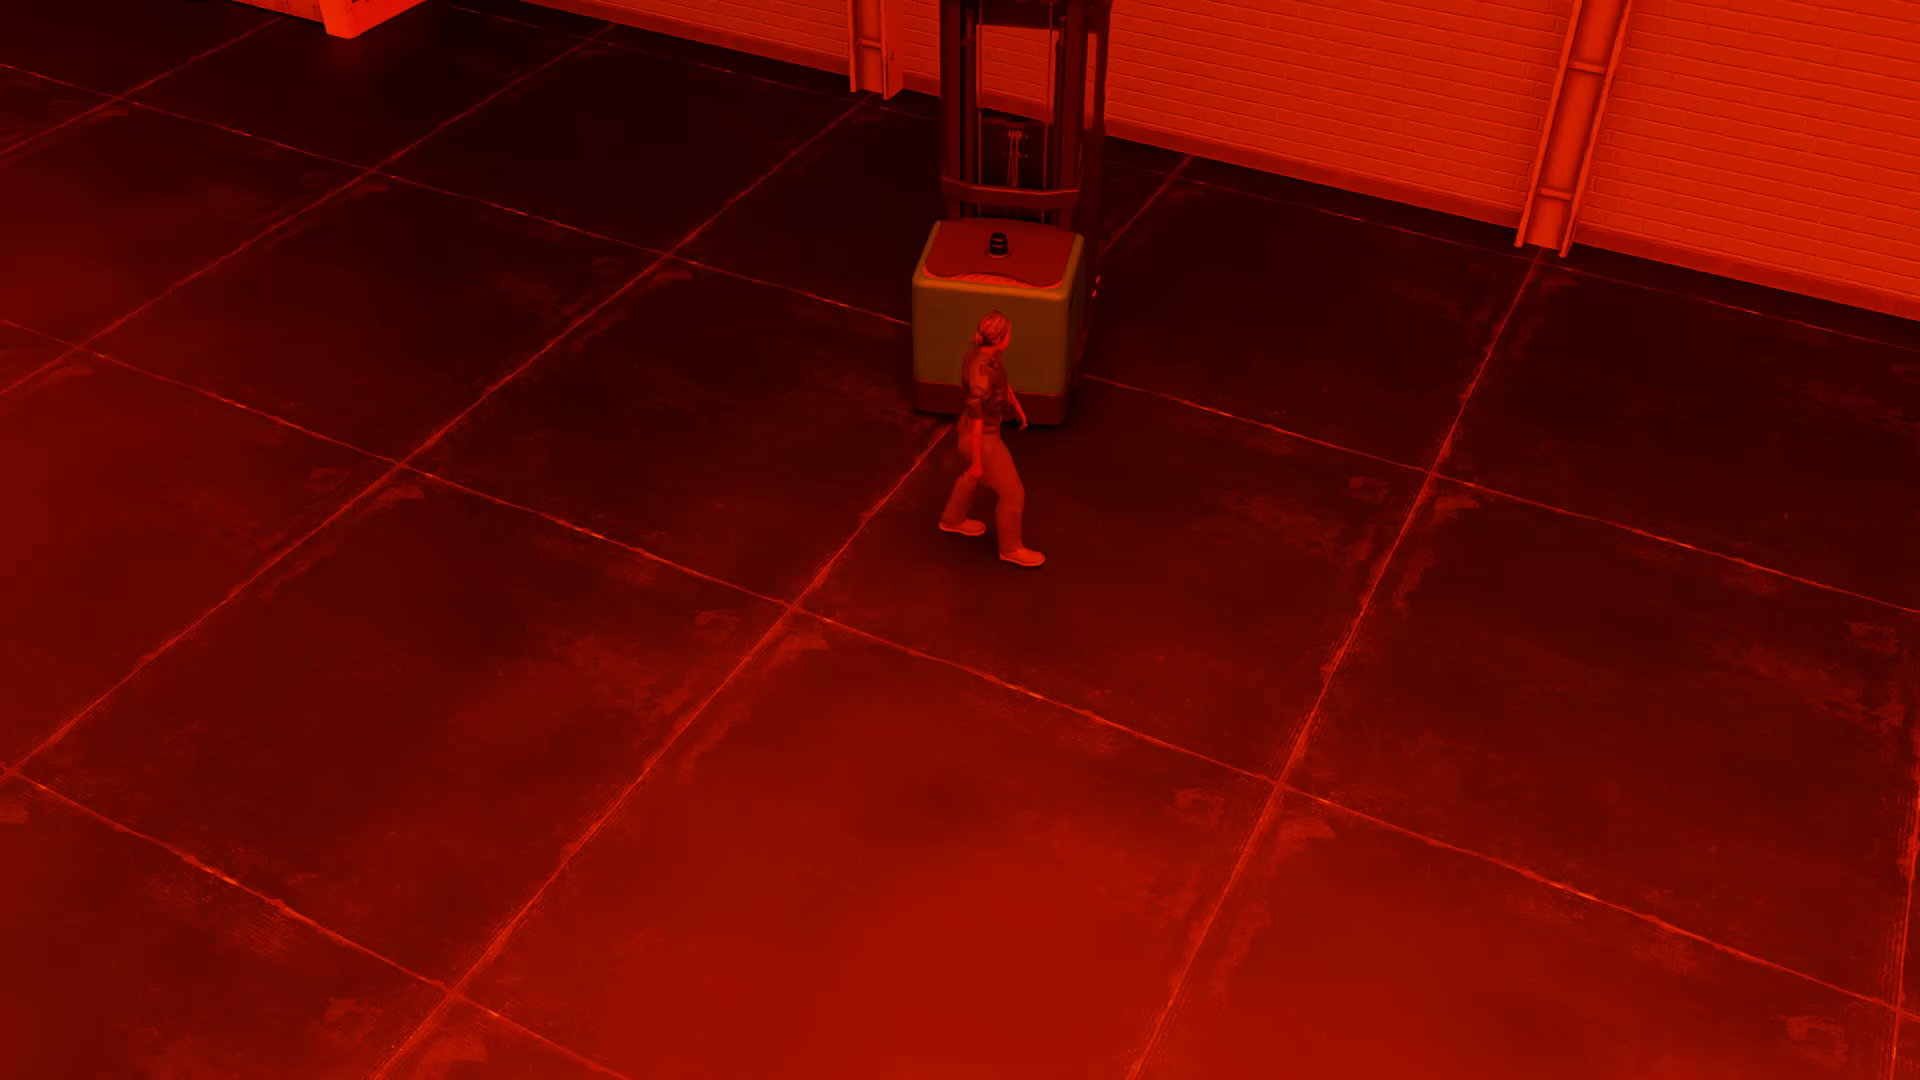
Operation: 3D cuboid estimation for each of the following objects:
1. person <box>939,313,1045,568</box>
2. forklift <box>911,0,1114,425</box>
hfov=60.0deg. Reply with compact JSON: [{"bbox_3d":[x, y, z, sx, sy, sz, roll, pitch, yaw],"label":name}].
[{"bbox_3d":[0.192,-0.607,9.730,0.650,1.622,0.569,0,40,0],"label":"person"},{"bbox_3d":[0.459,-2.838,11.356,1.130,2.935,3.031,7,41,8],"label":"forklift"}]
